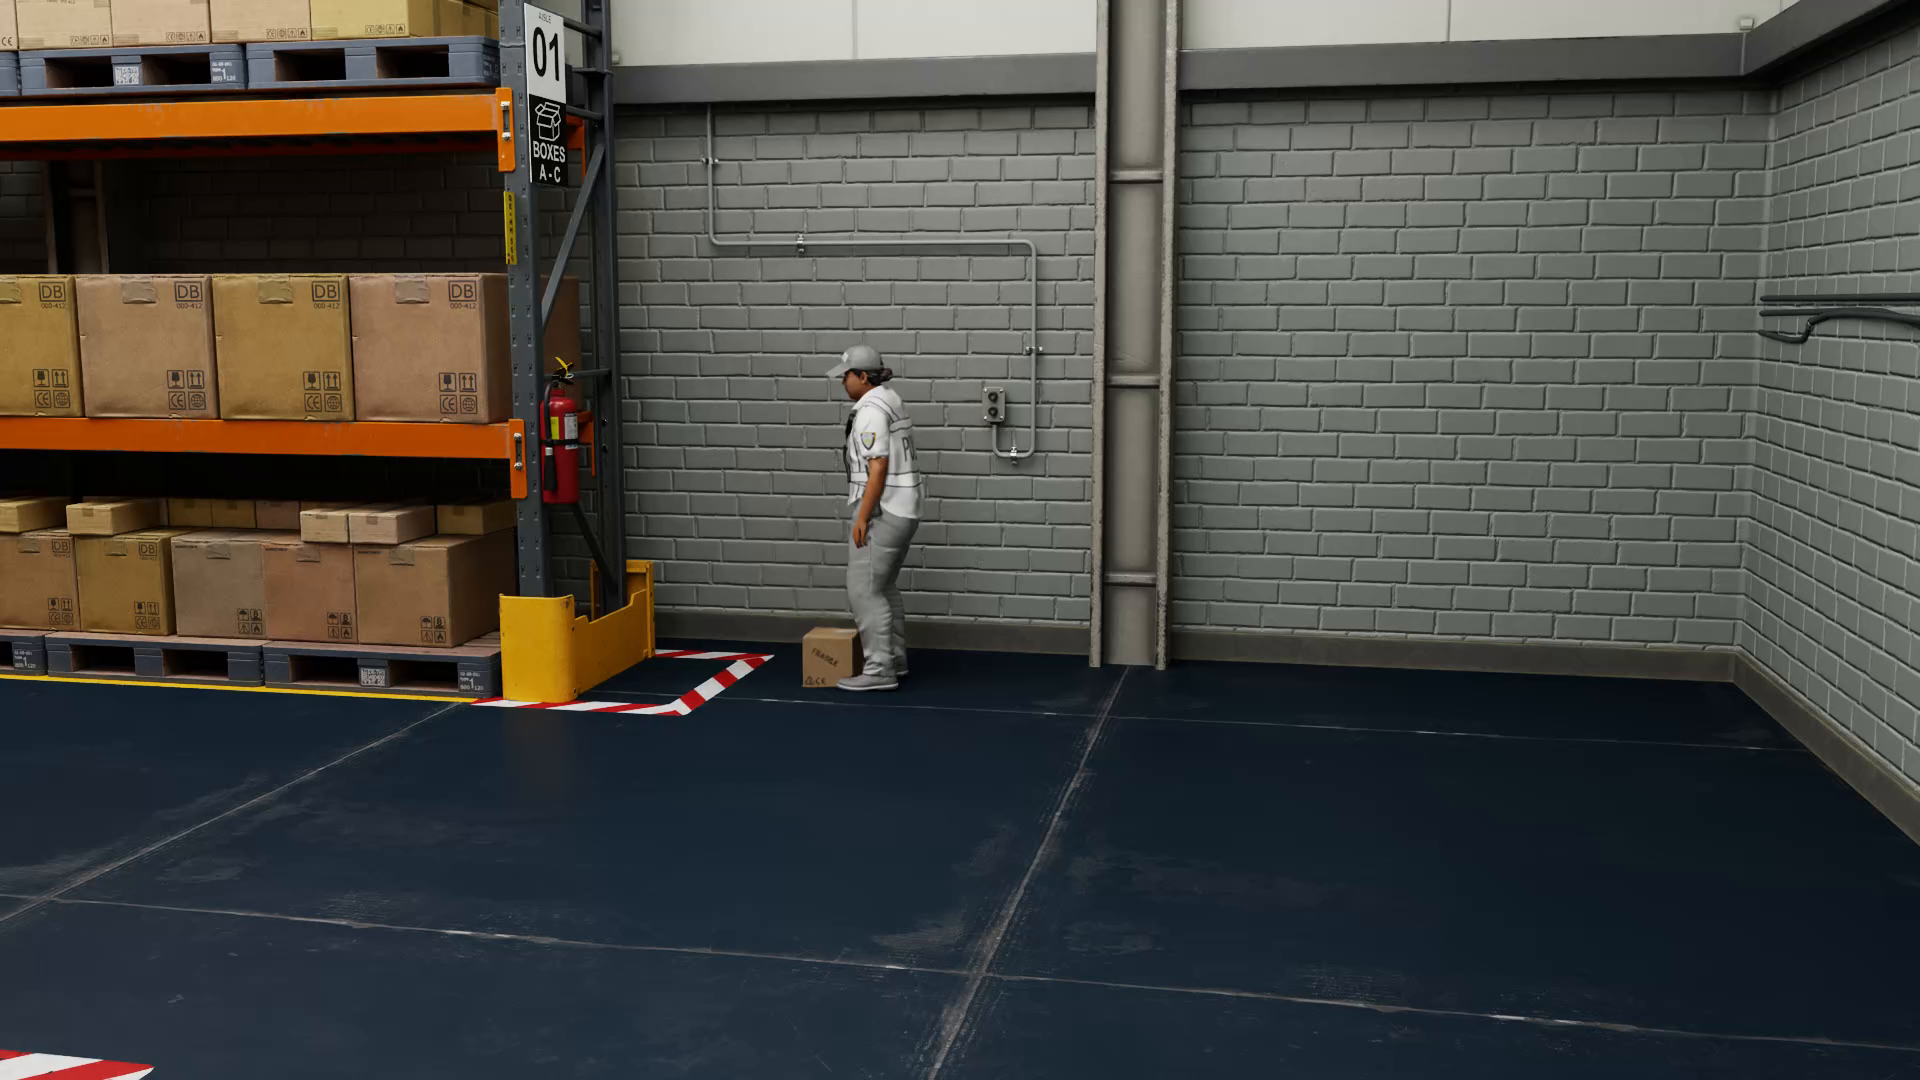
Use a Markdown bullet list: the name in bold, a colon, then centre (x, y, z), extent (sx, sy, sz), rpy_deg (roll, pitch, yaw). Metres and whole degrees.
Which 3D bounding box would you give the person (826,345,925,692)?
- **person**: centre (-0.412, -0.115, 8.109), extent (0.463, 1.666, 0.539), rpy_deg (1, 8, 9)
